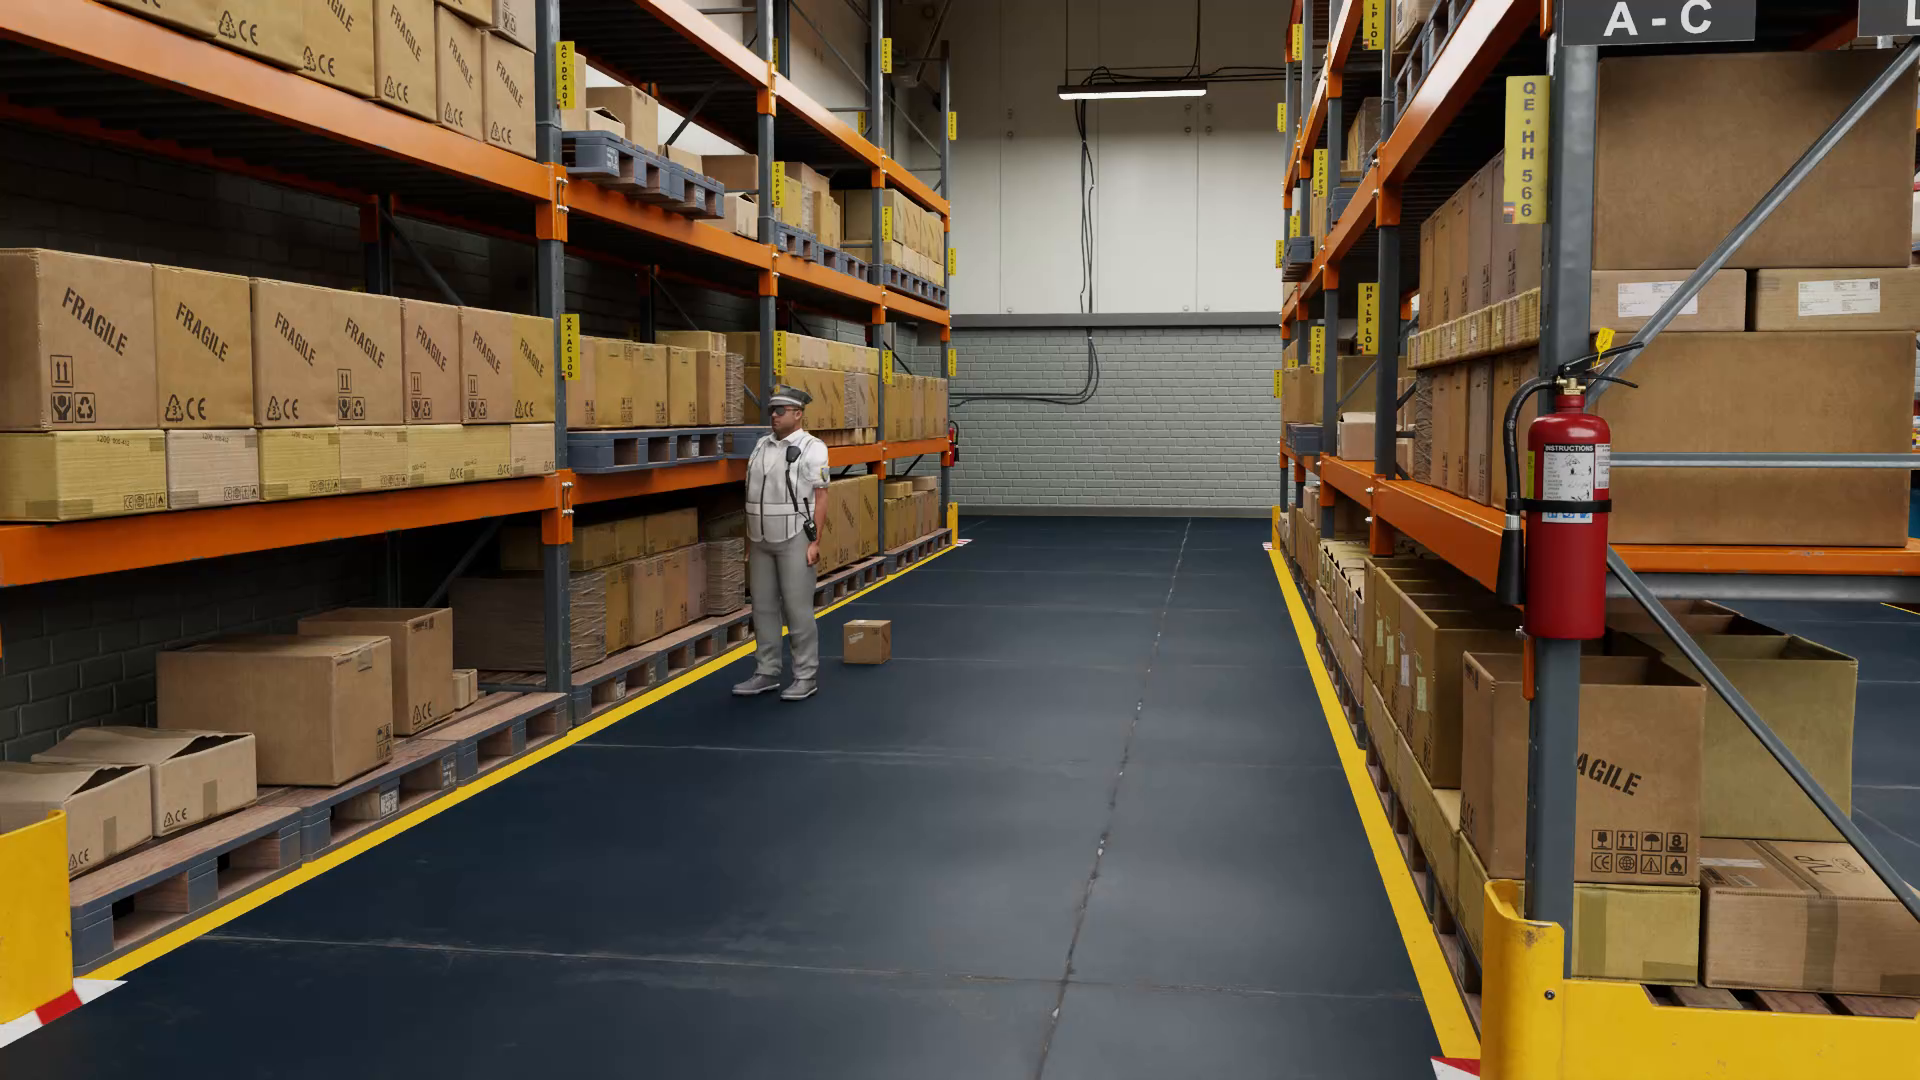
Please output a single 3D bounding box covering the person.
[{"bbox_3d":[-1.009,0.003,9.454,0.521,1.770,0.408,3,5,30],"label":"person"}]
